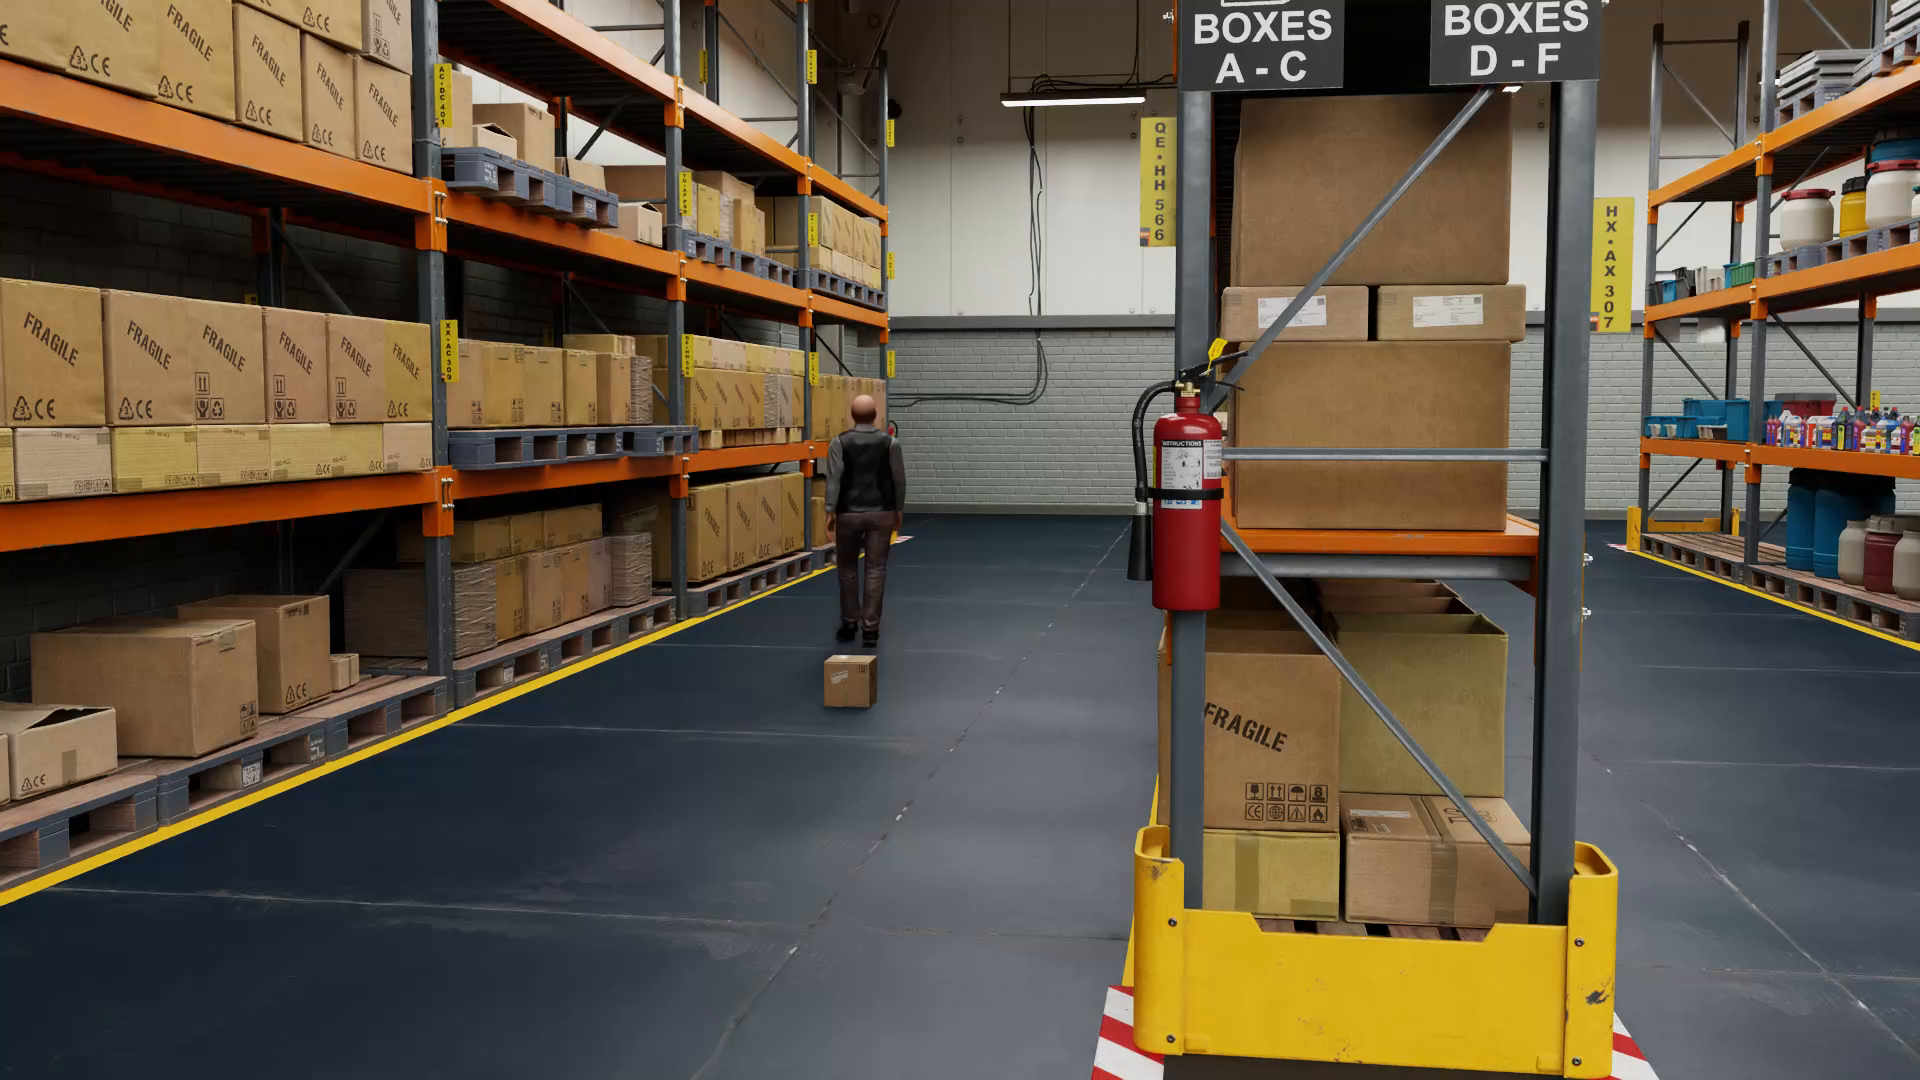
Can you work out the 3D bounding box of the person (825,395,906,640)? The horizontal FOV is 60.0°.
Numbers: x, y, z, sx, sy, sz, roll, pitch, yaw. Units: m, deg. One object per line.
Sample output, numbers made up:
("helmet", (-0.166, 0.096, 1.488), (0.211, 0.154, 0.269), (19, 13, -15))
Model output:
("person", (-0.664, -0.139, 11.702), (0.571, 1.758, 0.758), (0, 4, -4))
